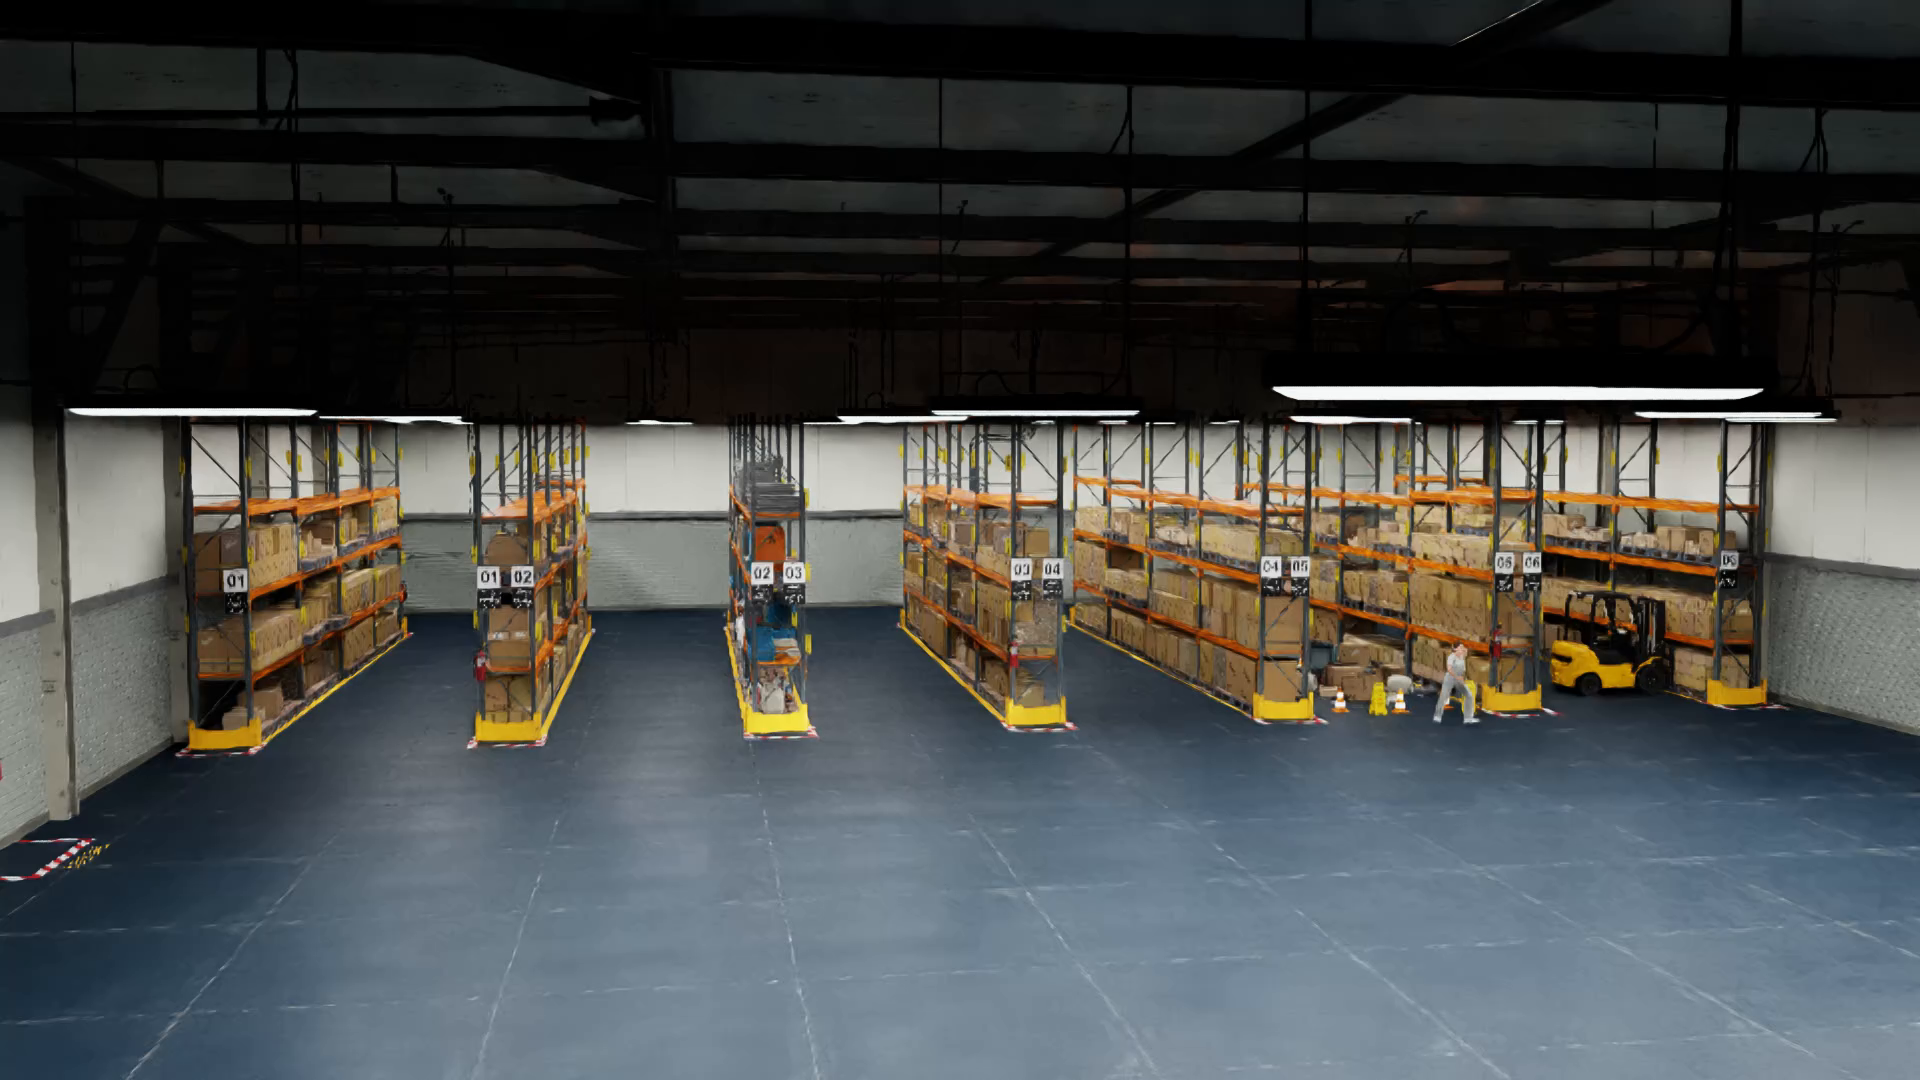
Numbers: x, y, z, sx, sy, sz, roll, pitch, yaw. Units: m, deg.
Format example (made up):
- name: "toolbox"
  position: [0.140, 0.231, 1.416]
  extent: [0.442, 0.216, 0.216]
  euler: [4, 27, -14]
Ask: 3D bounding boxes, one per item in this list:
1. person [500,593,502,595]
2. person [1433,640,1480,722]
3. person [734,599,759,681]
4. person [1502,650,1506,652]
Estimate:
- name: "person"
  position: [-12.284, 1.884, 45.118]
  extent: [0.415, 1.517, 1.041]
  euler: [-1, 4, -12]
- name: "person"
  position: [9.565, 2.727, 32.123]
  extent: [0.608, 1.610, 0.790]
  euler: [-2, 4, -29]
- name: "person"
  position: [-4.642, 2.171, 36.203]
  extent: [0.521, 1.785, 0.567]
  euler: [-2, 4, -30]
- name: "person"
  position: [12.251, 2.250, 37.880]
  extent: [0.580, 1.763, 0.673]
  euler: [2, 4, 23]
